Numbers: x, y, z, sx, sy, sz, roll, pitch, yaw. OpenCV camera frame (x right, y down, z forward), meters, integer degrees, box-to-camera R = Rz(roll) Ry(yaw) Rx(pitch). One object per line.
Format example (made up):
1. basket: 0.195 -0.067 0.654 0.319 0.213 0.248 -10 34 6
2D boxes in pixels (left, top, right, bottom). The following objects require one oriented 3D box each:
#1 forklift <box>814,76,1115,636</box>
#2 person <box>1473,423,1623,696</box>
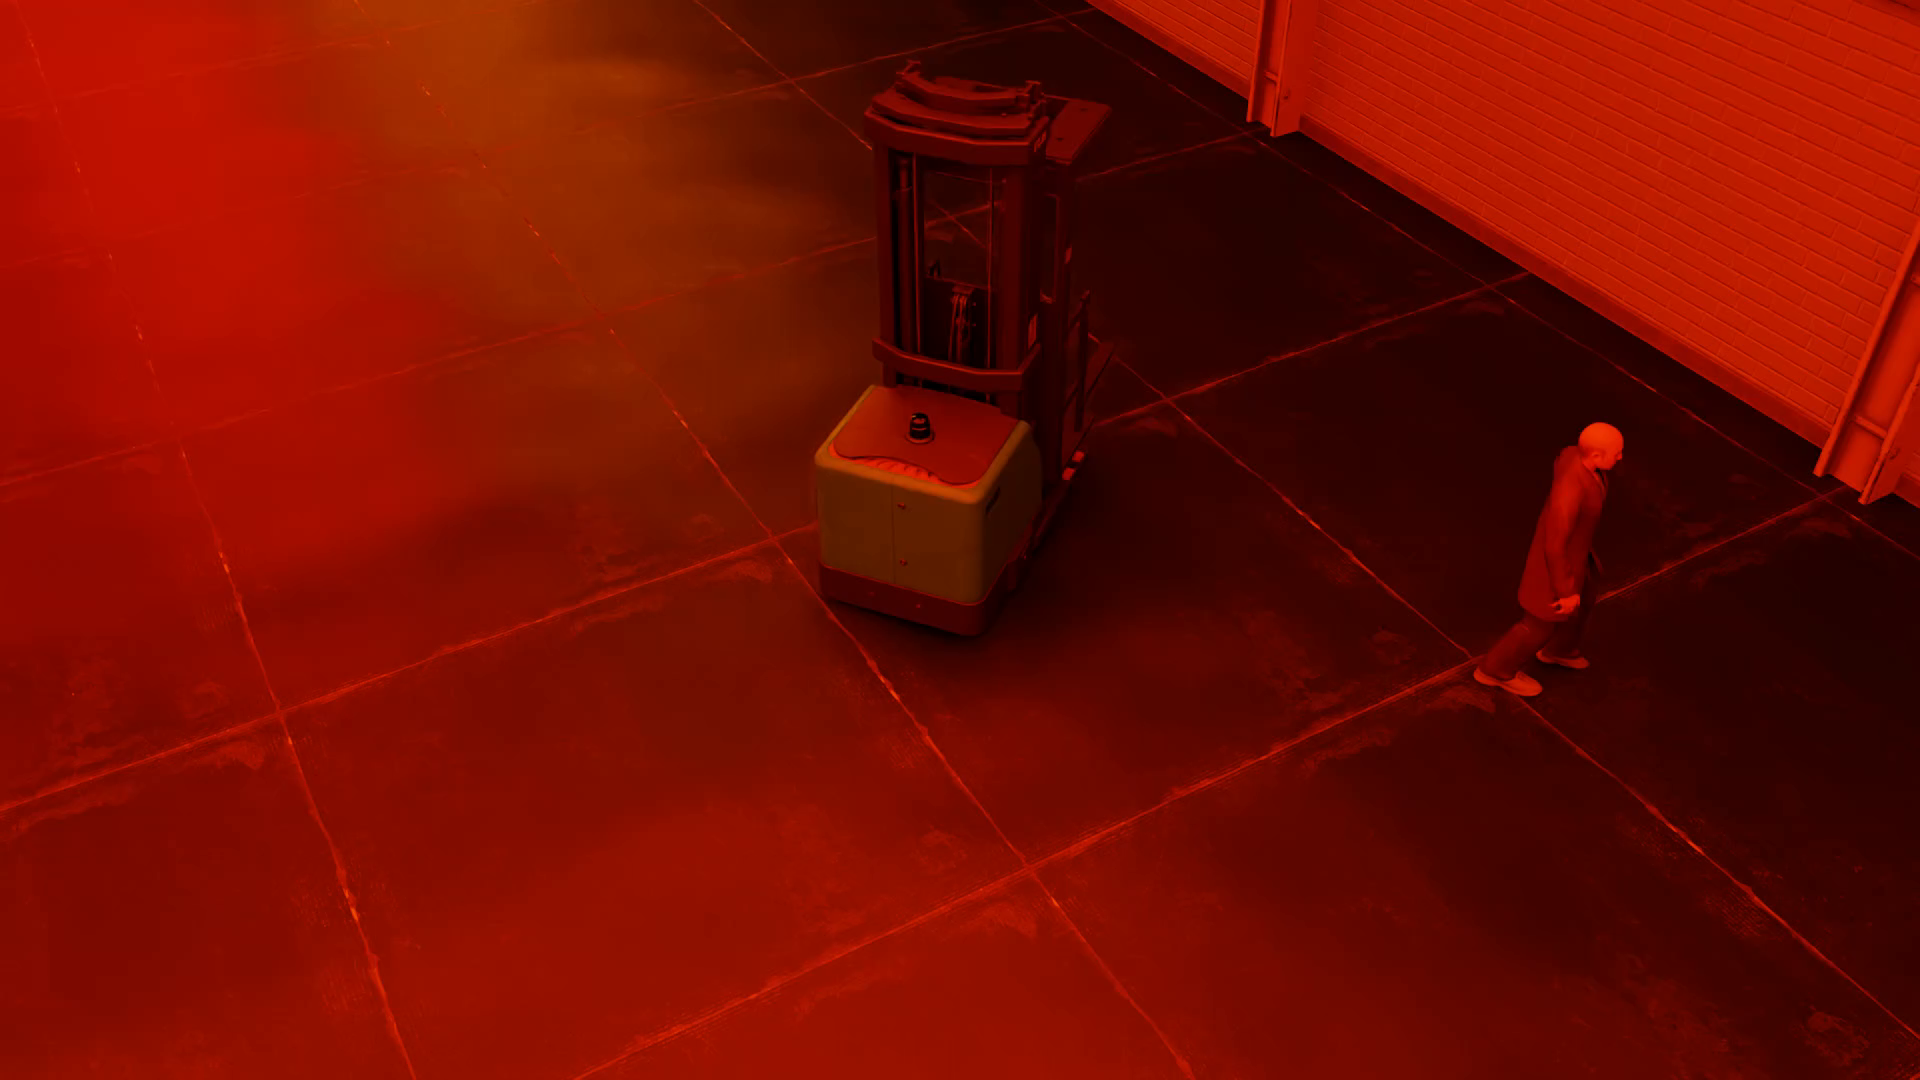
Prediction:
1. forklift: 0.197 -1.497 9.891 1.129 2.867 3.031 15 42 17
2. person: 3.224 0.140 8.833 0.623 1.820 0.645 15 42 18
